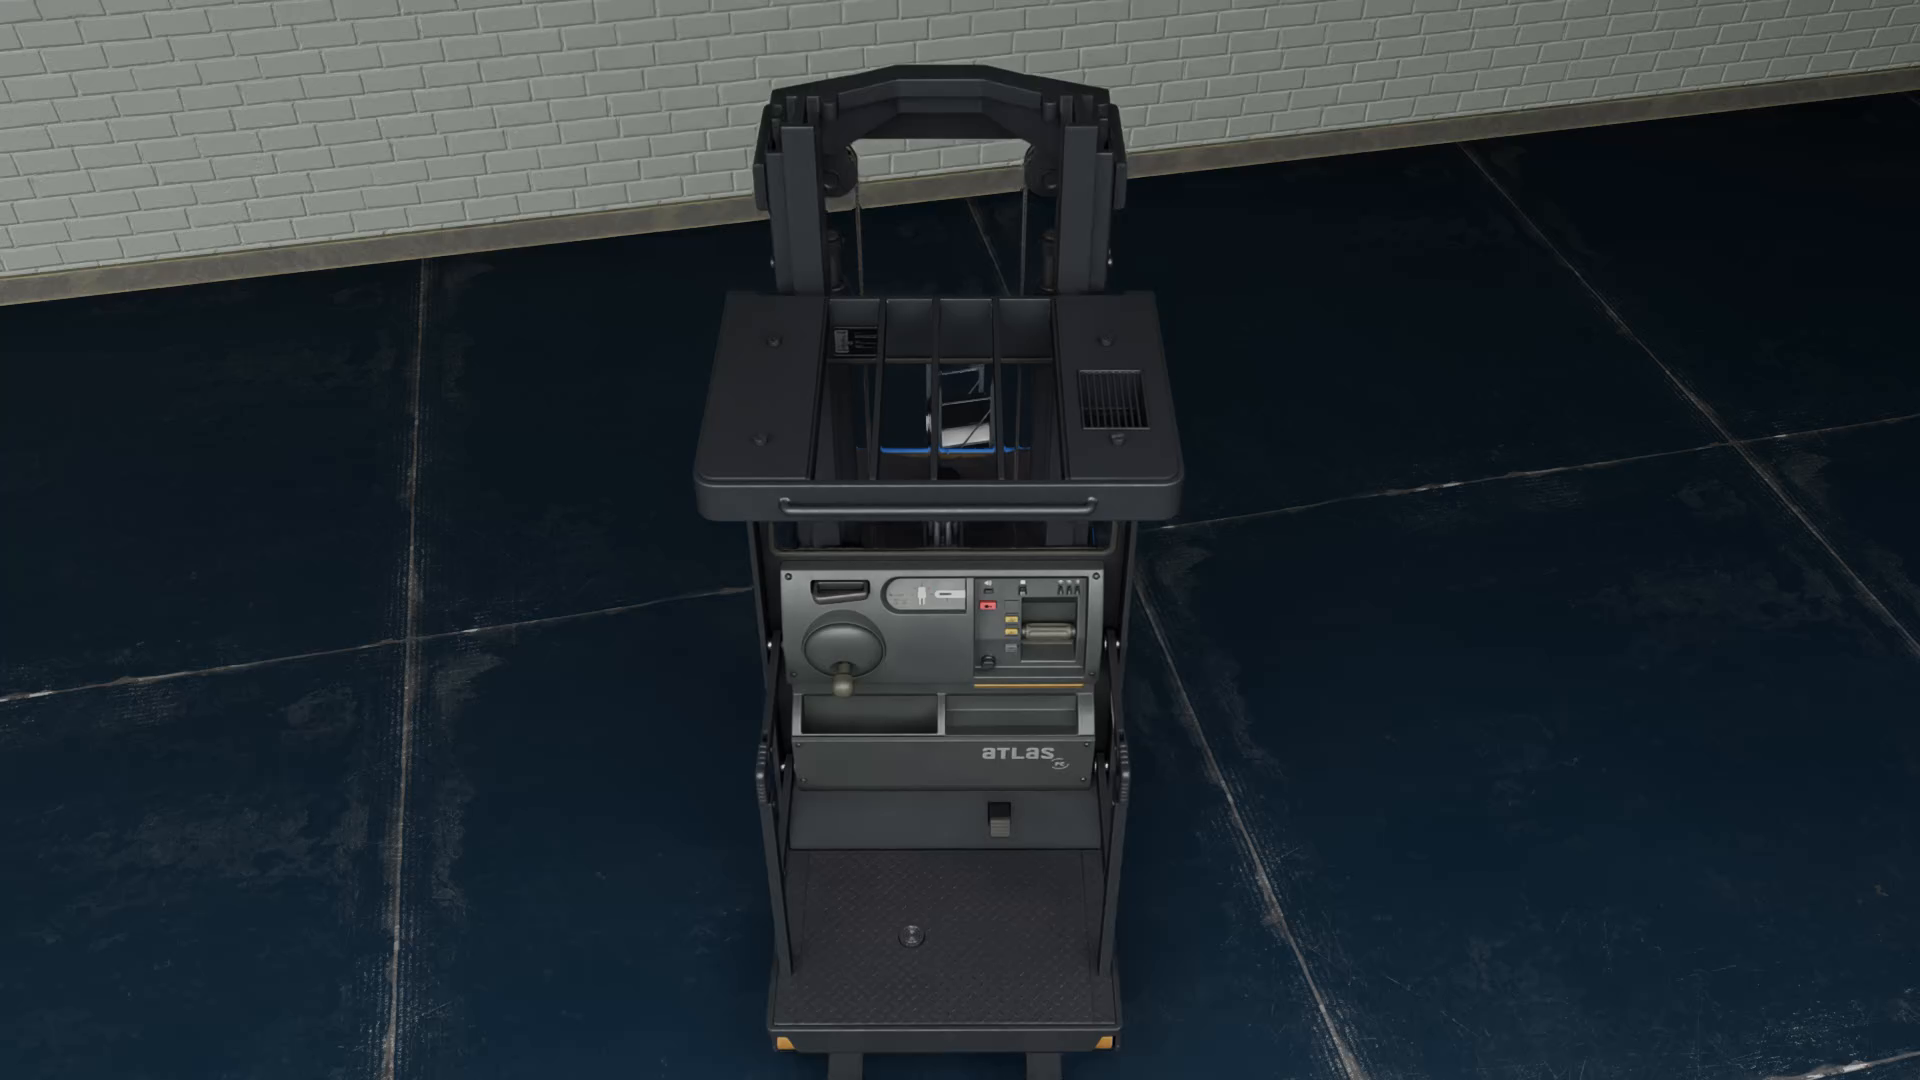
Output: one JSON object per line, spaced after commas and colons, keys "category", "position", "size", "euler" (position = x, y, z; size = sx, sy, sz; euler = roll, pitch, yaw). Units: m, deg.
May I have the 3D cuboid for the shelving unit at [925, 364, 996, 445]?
{"category": "shelving unit", "position": [0.002, -0.331, 6.945], "size": [0.258, 0.900, 0.210], "euler": [-8, 42, -9]}

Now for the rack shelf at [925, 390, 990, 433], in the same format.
{"category": "rack shelf", "position": [0.002, -0.508, 6.788], "size": [0.258, 0.077, 0.200], "euler": [-8, 42, -9]}

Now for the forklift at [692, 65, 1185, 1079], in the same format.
{"category": "forklift", "position": [-0.048, 0.340, 4.659], "size": [1.130, 2.935, 3.031], "euler": [0, 42, 0]}

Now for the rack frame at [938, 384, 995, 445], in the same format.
{"category": "rack frame", "position": [0.024, -0.265, 6.871], "size": [0.240, 0.900, 0.006], "euler": [-8, 42, -9]}

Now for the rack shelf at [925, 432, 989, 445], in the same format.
{"category": "rack shelf", "position": [0.002, -0.374, 6.908], "size": [0.258, 0.077, 0.200], "euler": [-8, 42, -9]}

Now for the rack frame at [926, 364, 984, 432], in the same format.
{"category": "rack frame", "position": [-0.020, -0.397, 7.020], "size": [0.240, 0.900, 0.006], "euler": [-8, 42, -9]}

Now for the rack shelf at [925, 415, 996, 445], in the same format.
{"category": "rack shelf", "position": [0.002, -0.441, 6.848], "size": [0.258, 0.077, 0.200], "euler": [-8, 42, -9]}
